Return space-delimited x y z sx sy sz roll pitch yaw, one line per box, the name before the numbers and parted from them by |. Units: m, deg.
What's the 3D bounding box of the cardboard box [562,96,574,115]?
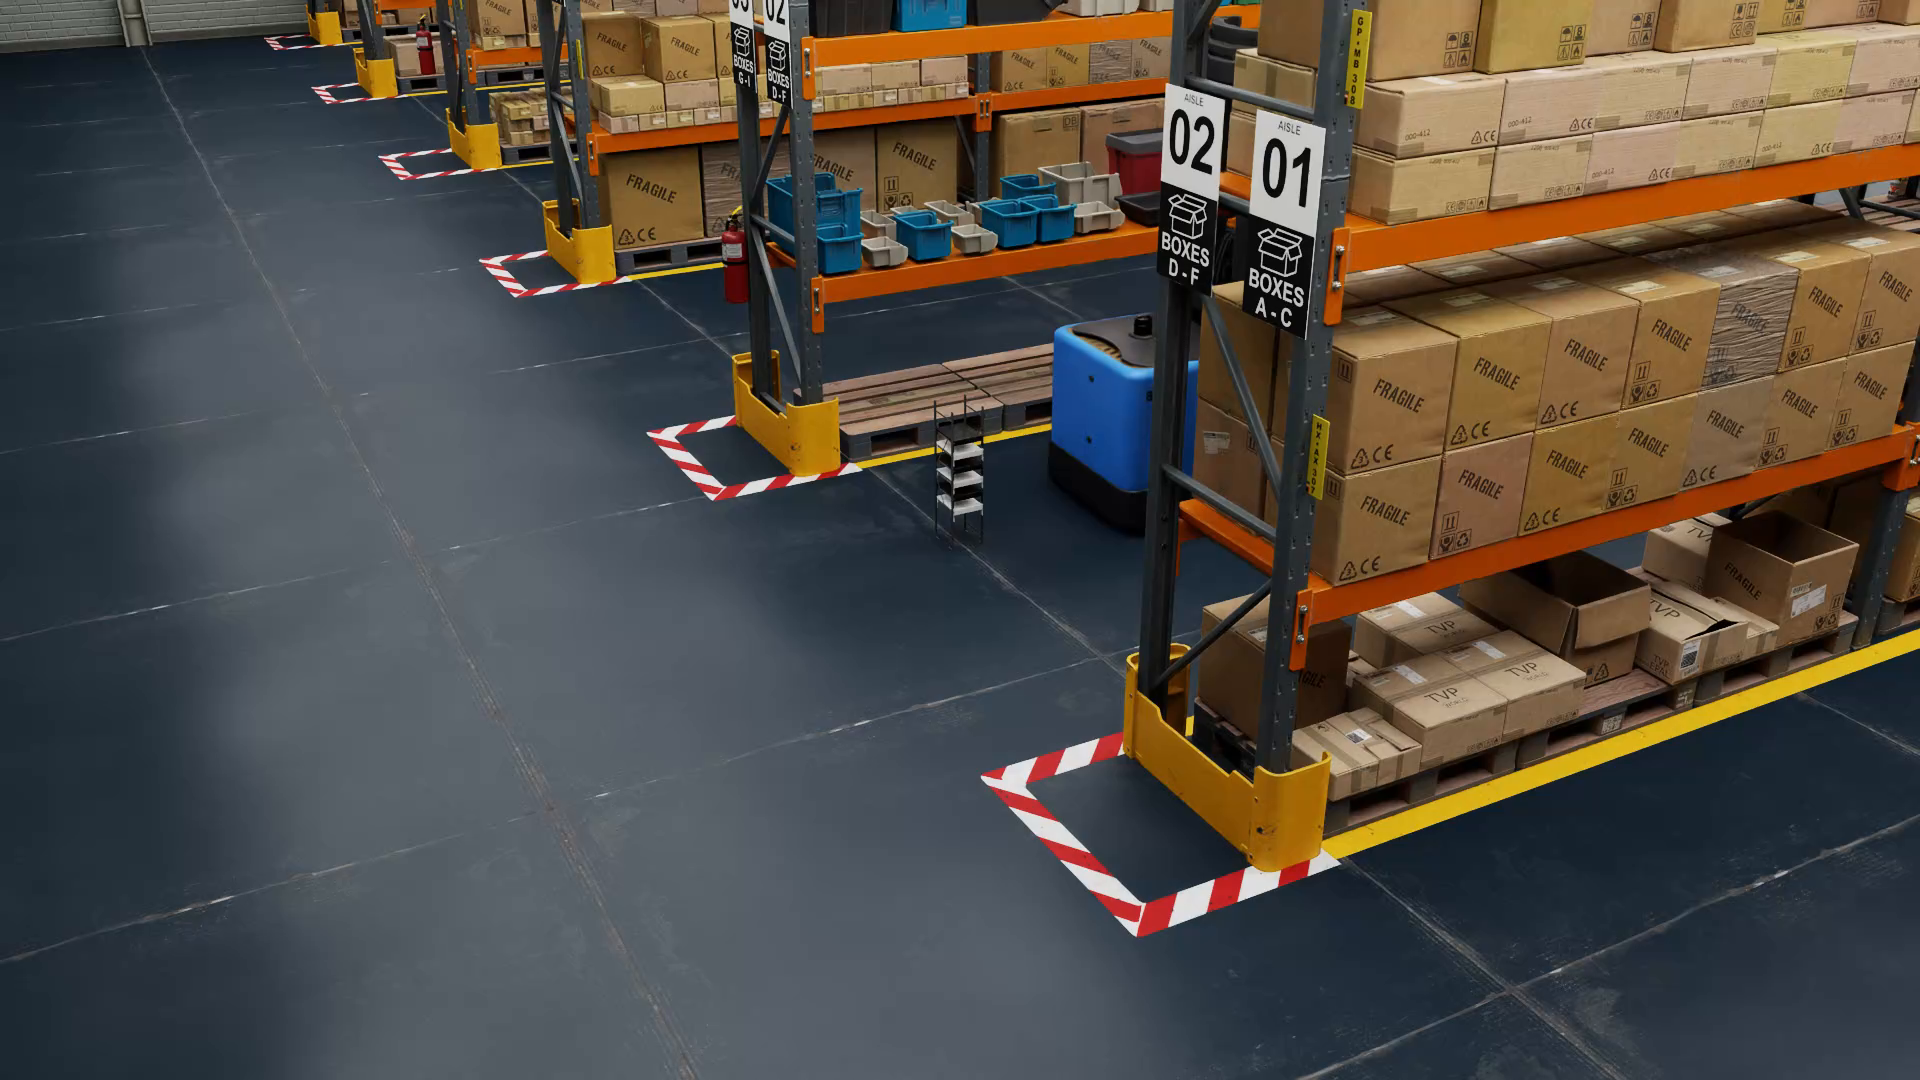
cardboard box | -4.682 -5.090 19.508 0.250 0.149 0.380 -13 29 -25

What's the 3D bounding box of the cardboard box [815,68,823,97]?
cardboard box | -1.619 -4.300 15.571 0.500 0.250 0.500 -14 29 -26

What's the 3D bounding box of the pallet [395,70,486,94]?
pallet | -7.523 -6.642 23.840 1.213 0.211 1.003 -13 29 -25

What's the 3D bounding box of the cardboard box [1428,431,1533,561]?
cardboard box | 2.098 -0.279 7.251 0.500 0.500 0.500 -13 29 -26

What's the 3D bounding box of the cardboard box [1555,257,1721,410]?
cardboard box | 2.995 -0.936 7.464 0.500 0.500 0.500 -13 29 -26

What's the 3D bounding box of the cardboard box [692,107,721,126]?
cardboard box | -2.379 -3.913 15.225 0.250 0.149 0.380 -13 29 -26

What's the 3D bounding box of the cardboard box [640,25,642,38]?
cardboard box | -3.731 -6.044 19.664 0.250 0.149 0.380 -12 28 -24

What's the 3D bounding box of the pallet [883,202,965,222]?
pallet | -0.707 -3.354 16.992 1.213 0.211 1.003 -13 29 -25

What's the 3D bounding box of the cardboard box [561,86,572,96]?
cardboard box | -4.750 -5.372 20.095 0.250 0.149 0.380 -14 29 -27

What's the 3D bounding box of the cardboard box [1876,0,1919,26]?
cardboard box | 4.248 -2.687 7.644 0.500 0.500 0.700 -13 29 -25

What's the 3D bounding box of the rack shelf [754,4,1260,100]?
rack shelf | 0.567 -3.465 11.368 4.000 0.370 1.077 -13 29 -25

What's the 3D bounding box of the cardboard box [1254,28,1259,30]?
cardboard box | 3.212 -5.401 17.918 0.500 0.500 0.500 -12 28 -24

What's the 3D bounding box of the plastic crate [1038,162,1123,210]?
plastic crate | 0.898 -2.578 12.221 0.530 0.282 0.437 -13 29 -25

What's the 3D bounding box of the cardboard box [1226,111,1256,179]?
cardboard box | 1.459 -1.628 6.882 0.500 0.250 0.500 -13 29 -25

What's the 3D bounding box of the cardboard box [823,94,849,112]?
cardboard box | -1.248 -4.174 15.768 0.250 0.149 0.380 -13 29 -26

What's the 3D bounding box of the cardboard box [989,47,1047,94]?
cardboard box | 0.525 -4.780 16.624 0.500 0.500 0.500 -13 29 -25

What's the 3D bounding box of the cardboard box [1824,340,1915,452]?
cardboard box | 4.339 -0.798 8.330 0.500 0.500 0.500 -12 28 -24

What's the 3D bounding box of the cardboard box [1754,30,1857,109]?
cardboard box | 3.473 -2.058 7.201 0.500 0.250 0.500 -13 29 -25

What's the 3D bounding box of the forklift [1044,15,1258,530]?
forklift | 2.108 -1.800 10.612 3.031 2.935 1.130 -12 28 -23

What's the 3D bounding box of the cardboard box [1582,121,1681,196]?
cardboard box | 2.590 -1.629 6.885 0.500 0.250 0.500 -13 29 -25

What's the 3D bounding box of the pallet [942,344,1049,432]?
pallet | 0.623 -1.173 12.449 1.213 0.211 1.003 -13 29 -25

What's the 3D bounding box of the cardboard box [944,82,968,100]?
cardboard box | -0.114 -4.436 16.314 0.250 0.149 0.380 -13 28 -25

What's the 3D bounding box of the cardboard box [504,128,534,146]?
cardboard box | -5.160 -4.725 19.434 0.250 0.149 0.380 -12 28 -24

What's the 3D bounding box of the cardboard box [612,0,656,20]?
cardboard box | -3.902 -6.321 19.491 0.500 0.500 0.500 -14 29 -26

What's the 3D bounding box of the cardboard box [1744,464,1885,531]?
cardboard box | 4.960 -0.234 9.651 0.500 0.500 0.500 -13 29 -25

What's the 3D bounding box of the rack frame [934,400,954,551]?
rack frame | -0.097 -0.383 10.009 0.006 0.900 0.240 -13 29 -25

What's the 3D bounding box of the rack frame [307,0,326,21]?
rack frame | -10.531 -9.601 26.782 0.127 3.000 1.000 -13 29 -25

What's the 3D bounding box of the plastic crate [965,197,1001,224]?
plastic crate | 0.186 -2.360 11.936 0.250 0.136 0.298 -13 29 -25

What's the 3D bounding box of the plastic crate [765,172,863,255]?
plastic crate | -0.990 -2.213 11.283 0.499 0.435 0.616 -13 29 -25

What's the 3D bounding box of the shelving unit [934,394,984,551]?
shelving unit | -0.007 -0.404 10.052 0.210 0.900 0.258 -13 29 -25

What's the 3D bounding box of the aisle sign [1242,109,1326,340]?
aisle sign | 1.208 -1.183 6.246 0.004 0.787 0.394 -13 29 -25

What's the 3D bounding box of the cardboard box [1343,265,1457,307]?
cardboard box | 1.839 -0.932 7.455 0.500 0.500 0.500 -12 28 -24

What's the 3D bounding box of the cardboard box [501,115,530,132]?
cardboard box | -5.190 -4.883 19.420 0.250 0.149 0.380 -12 28 -23

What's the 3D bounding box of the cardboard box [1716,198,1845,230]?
cardboard box | 4.111 -1.460 8.554 0.500 0.500 0.500 -12 28 -24

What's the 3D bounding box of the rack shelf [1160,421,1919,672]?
rack shelf | 2.895 -0.221 8.075 4.000 0.370 1.077 -13 29 -25

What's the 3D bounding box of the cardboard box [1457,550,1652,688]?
cardboard box | 3.004 0.359 8.412 0.637 0.503 0.797 -13 29 -25

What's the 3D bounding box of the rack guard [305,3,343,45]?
rack guard | -10.464 -8.490 27.355 0.348 0.500 1.175 -13 29 -25

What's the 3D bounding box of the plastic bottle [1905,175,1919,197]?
plastic bottle | 9.823 -3.720 17.084 0.185 0.351 0.144 -14 29 -26

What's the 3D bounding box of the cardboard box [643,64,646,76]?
cardboard box | -2.778 -4.291 15.552 0.500 0.250 0.500 -14 29 -26

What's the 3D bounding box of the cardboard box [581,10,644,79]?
cardboard box | -3.222 -4.526 15.174 0.500 0.500 0.500 -13 28 -24

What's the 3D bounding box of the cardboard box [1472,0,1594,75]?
cardboard box | 2.056 -2.166 6.559 0.500 0.500 0.700 -13 29 -25

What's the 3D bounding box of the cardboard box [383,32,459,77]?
cardboard box | -7.656 -6.913 23.658 0.875 0.438 0.875 -14 29 -27

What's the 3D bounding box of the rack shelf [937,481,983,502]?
rack shelf | -0.007 -0.293 10.105 0.200 0.077 0.258 -13 29 -25

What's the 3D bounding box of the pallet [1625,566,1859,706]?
pallet | 4.053 0.444 9.081 1.213 0.211 1.003 -13 29 -25

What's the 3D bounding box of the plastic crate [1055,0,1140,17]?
plastic crate | 0.903 -3.662 11.084 0.530 0.282 0.437 -13 29 -25

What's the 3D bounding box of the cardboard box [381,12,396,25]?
cardboard box | -9.553 -8.665 27.641 0.250 0.149 0.380 -14 29 -27

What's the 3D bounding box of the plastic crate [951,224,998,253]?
plastic crate | 0.096 -2.035 11.258 0.298 0.136 0.250 -13 29 -25

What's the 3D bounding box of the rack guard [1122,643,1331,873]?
rack guard | 1.197 0.974 7.644 0.348 0.500 1.175 -13 29 -25

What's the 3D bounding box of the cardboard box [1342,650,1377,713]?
cardboard box | 1.893 0.688 8.116 0.250 0.166 0.380 -13 29 -25
